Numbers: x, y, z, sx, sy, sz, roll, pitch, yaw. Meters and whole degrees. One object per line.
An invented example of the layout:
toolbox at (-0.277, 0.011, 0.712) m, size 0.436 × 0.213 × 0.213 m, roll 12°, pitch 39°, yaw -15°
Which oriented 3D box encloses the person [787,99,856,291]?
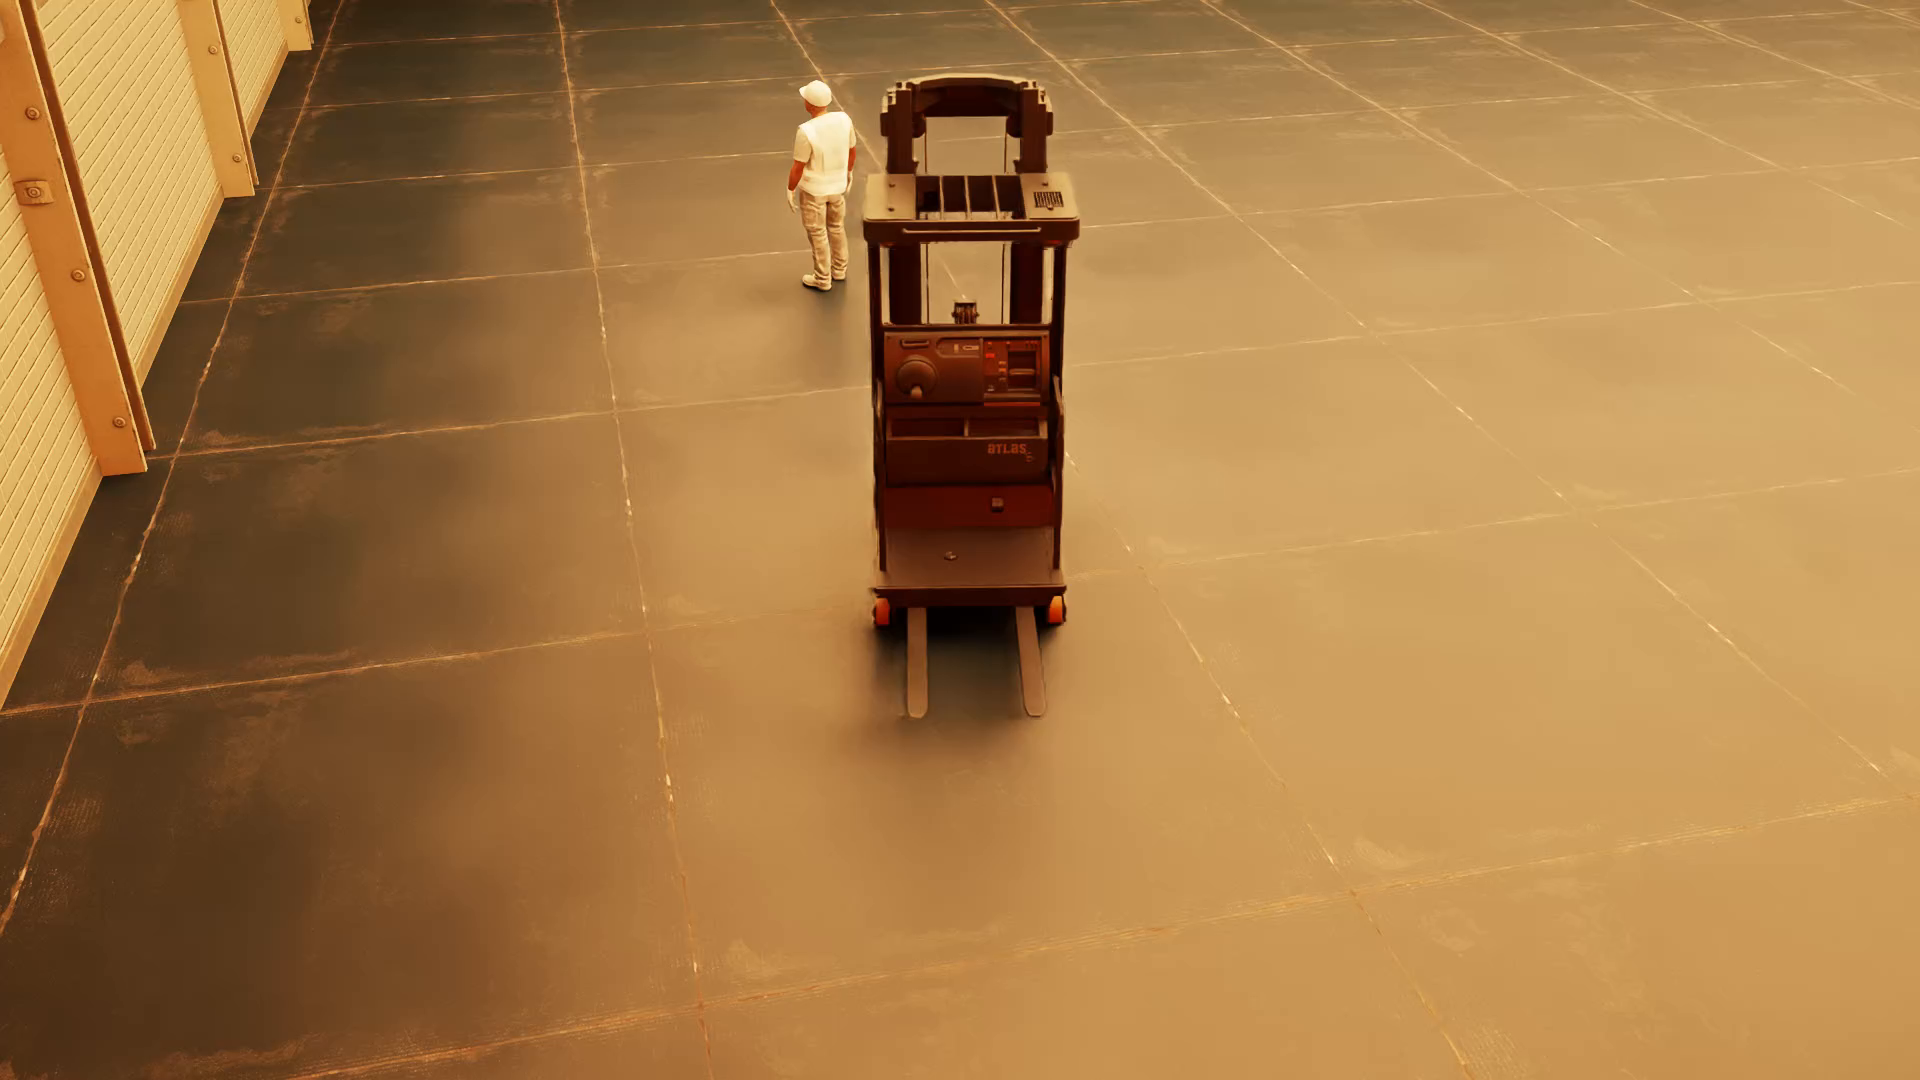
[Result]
person at (-1.188, -2.883, 13.846) m, size 0.656 × 1.621 × 0.577 m, roll -23°, pitch 37°, yaw -34°

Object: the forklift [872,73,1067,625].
forklift at (0.046, -0.931, 9.183) m, size 1.130 × 2.935 × 3.031 m, roll -1°, pitch 30°, yaw -1°
